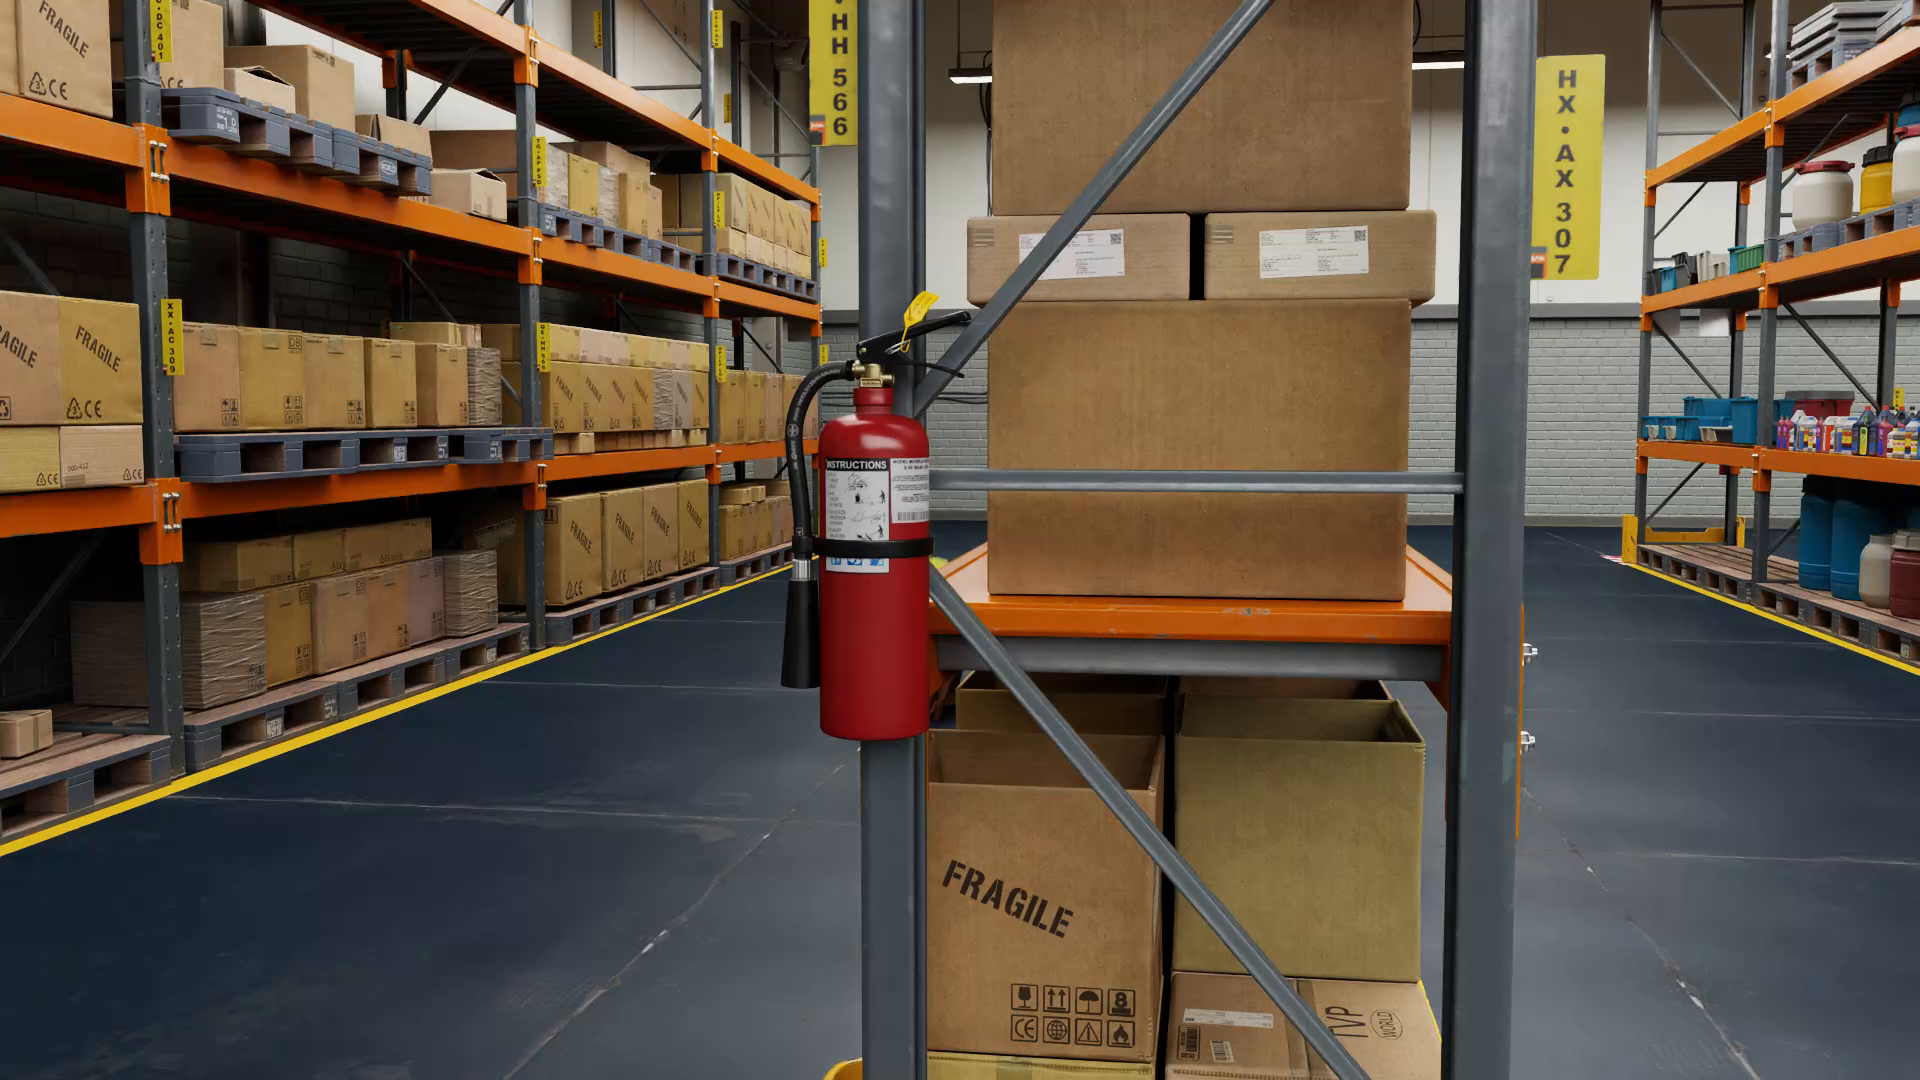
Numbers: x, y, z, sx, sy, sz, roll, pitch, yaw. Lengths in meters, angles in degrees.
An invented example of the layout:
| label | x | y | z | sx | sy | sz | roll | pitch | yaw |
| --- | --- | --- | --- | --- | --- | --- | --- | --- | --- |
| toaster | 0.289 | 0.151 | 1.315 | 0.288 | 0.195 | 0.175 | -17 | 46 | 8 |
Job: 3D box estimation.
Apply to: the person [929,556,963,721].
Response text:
| label | x | y | z | sx | sy | sz | roll | pitch | yaw |
| --- | --- | --- | --- | --- | --- | --- | --- | --- | --- |
| person | -0.185 | 0.518 | 9.021 | 0.515 | 0.845 | 0.980 | 1 | 4 | 7 |
